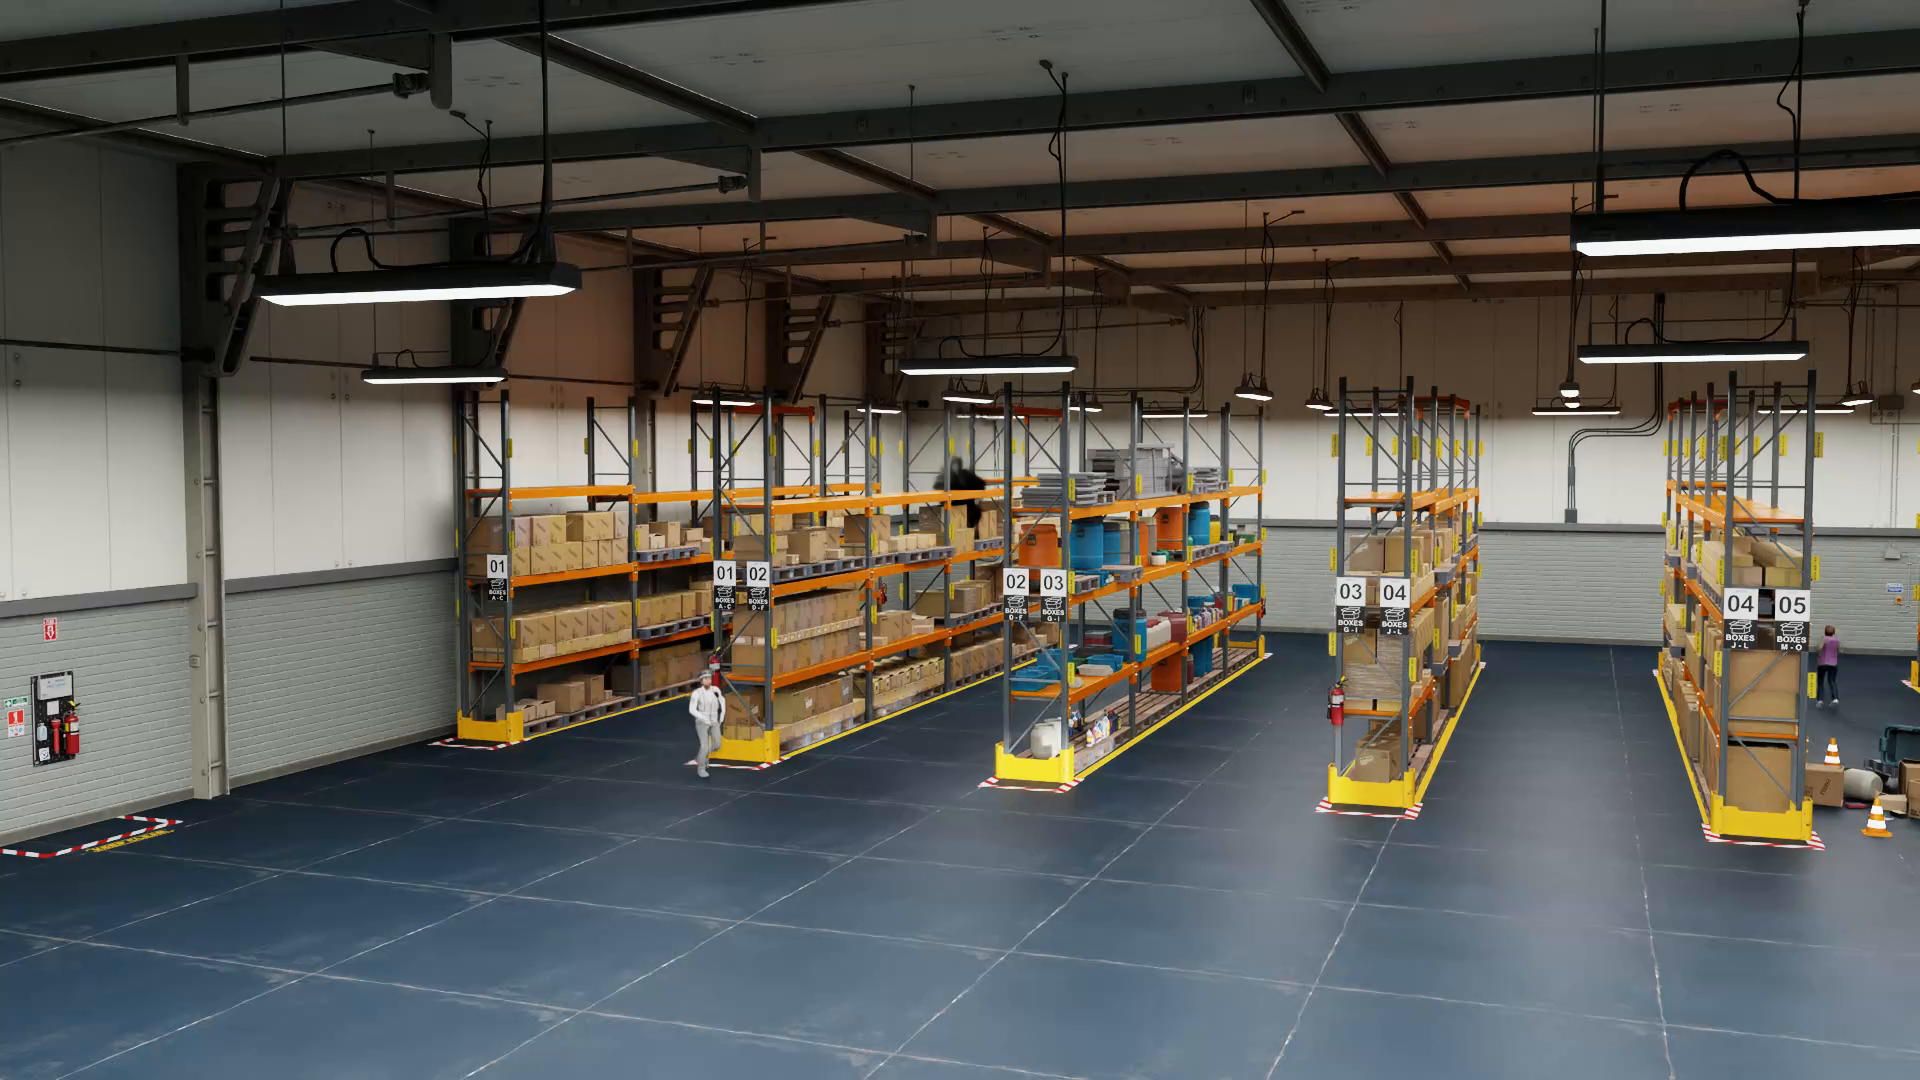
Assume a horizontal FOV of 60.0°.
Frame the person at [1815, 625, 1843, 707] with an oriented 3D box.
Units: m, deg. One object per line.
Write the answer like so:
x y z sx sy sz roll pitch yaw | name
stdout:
16.645 2.440 31.862 0.529 1.632 0.810 1 3 9 | person

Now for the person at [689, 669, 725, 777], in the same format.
-3.821 2.785 25.327 0.644 1.655 0.611 -2 4 -31 | person
